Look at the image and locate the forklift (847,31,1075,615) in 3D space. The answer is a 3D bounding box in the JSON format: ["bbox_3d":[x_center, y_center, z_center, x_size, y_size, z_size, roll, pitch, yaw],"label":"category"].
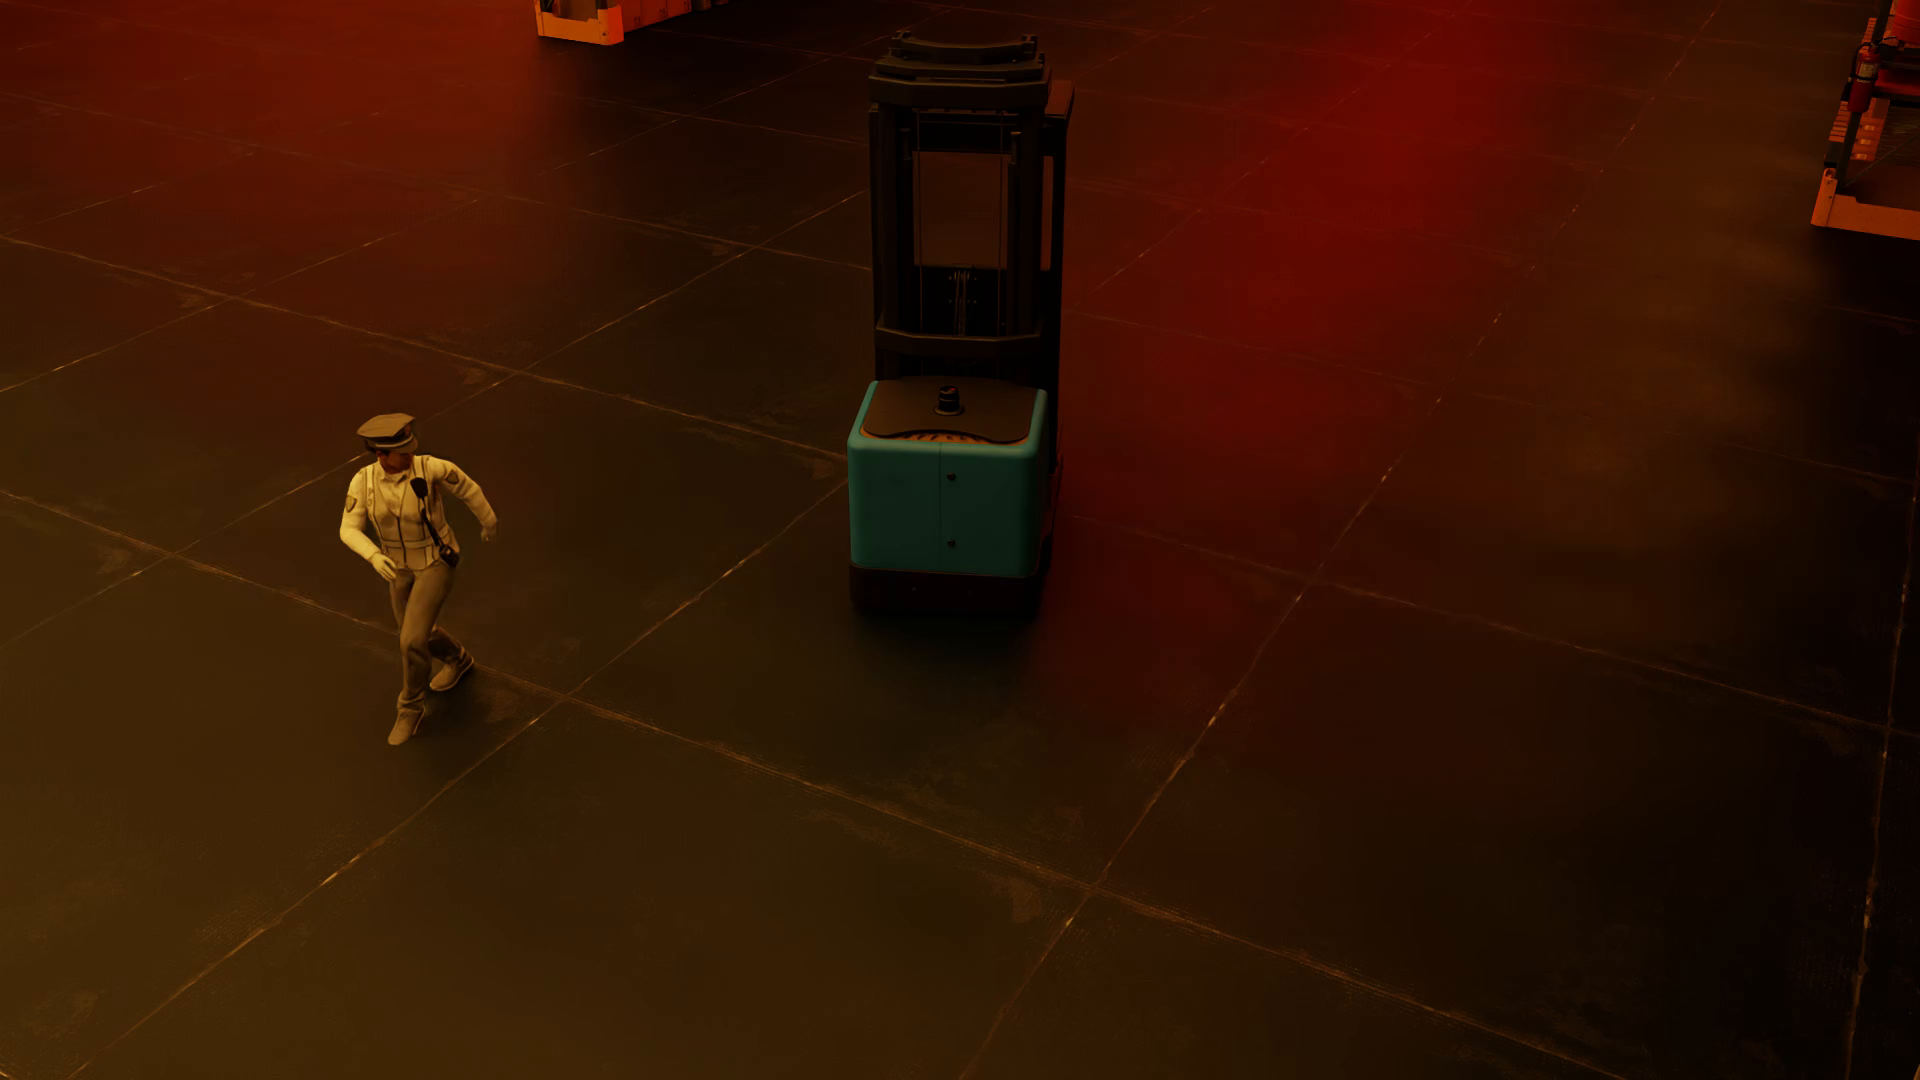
[{"bbox_3d":[0.072,-1.572,9.794,1.130,2.935,3.031,3,30,6],"label":"forklift"}]

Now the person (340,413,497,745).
[{"bbox_3d":[-2.682,0.146,8.197,0.527,1.644,0.849,9,31,15],"label":"person"}]
